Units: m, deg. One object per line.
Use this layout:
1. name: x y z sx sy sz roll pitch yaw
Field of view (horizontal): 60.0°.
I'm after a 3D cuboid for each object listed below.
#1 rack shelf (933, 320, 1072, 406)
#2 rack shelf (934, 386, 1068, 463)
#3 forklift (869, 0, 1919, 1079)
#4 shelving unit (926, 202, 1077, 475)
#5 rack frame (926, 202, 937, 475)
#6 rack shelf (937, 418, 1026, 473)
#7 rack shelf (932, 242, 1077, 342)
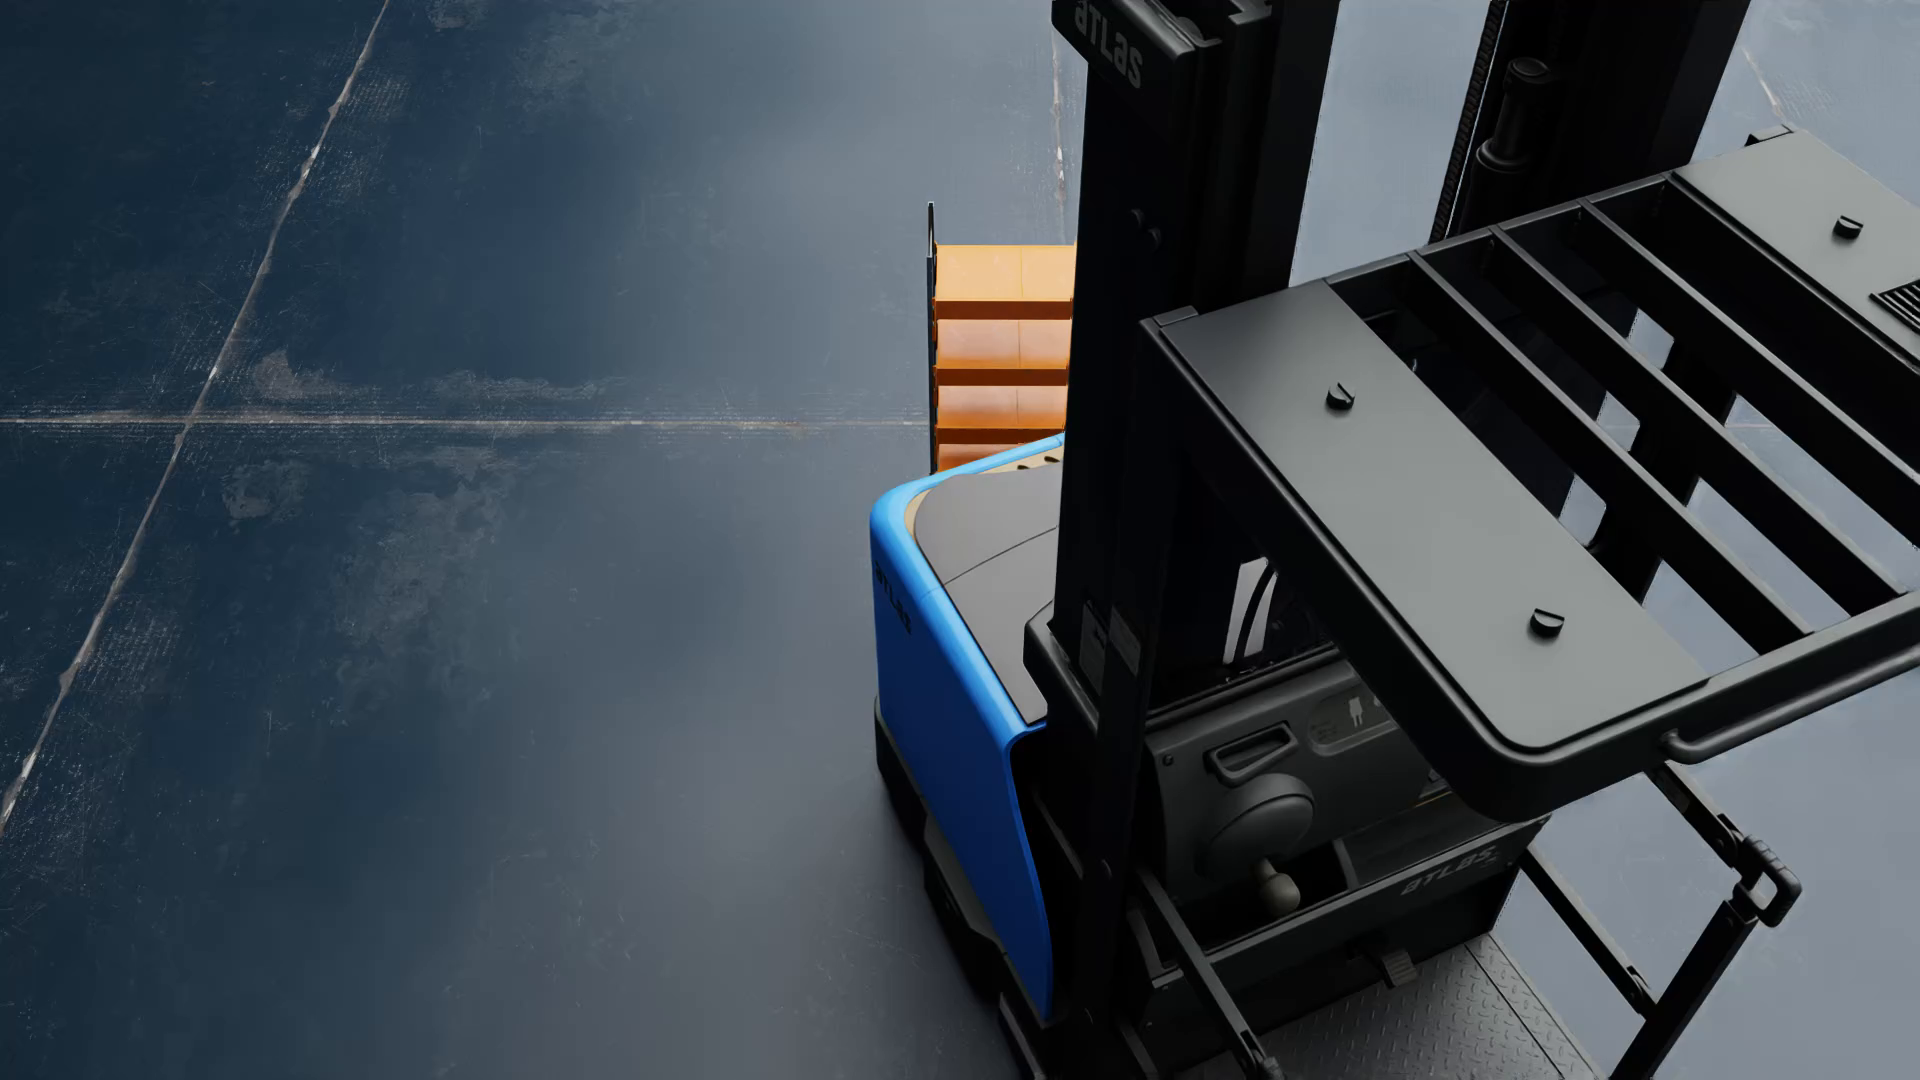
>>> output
1. rack shelf: 0.166 -0.515 4.696 0.480 0.148 0.258 0 47 0
2. rack shelf: 0.166 -0.362 4.860 0.480 0.148 0.258 0 47 0
3. forklift: 0.846 0.459 2.820 1.130 2.935 3.031 -19 50 -17
4. shelving unit: 0.166 -0.408 4.810 0.503 1.200 0.258 0 47 0
5. rack frame: -0.078 -0.409 4.811 0.015 1.200 0.240 0 47 0
6. rack shelf: 0.166 -0.227 5.005 0.480 0.148 0.258 0 47 0
7. rack shelf: 0.166 -0.676 4.523 0.480 0.148 0.258 0 47 0
